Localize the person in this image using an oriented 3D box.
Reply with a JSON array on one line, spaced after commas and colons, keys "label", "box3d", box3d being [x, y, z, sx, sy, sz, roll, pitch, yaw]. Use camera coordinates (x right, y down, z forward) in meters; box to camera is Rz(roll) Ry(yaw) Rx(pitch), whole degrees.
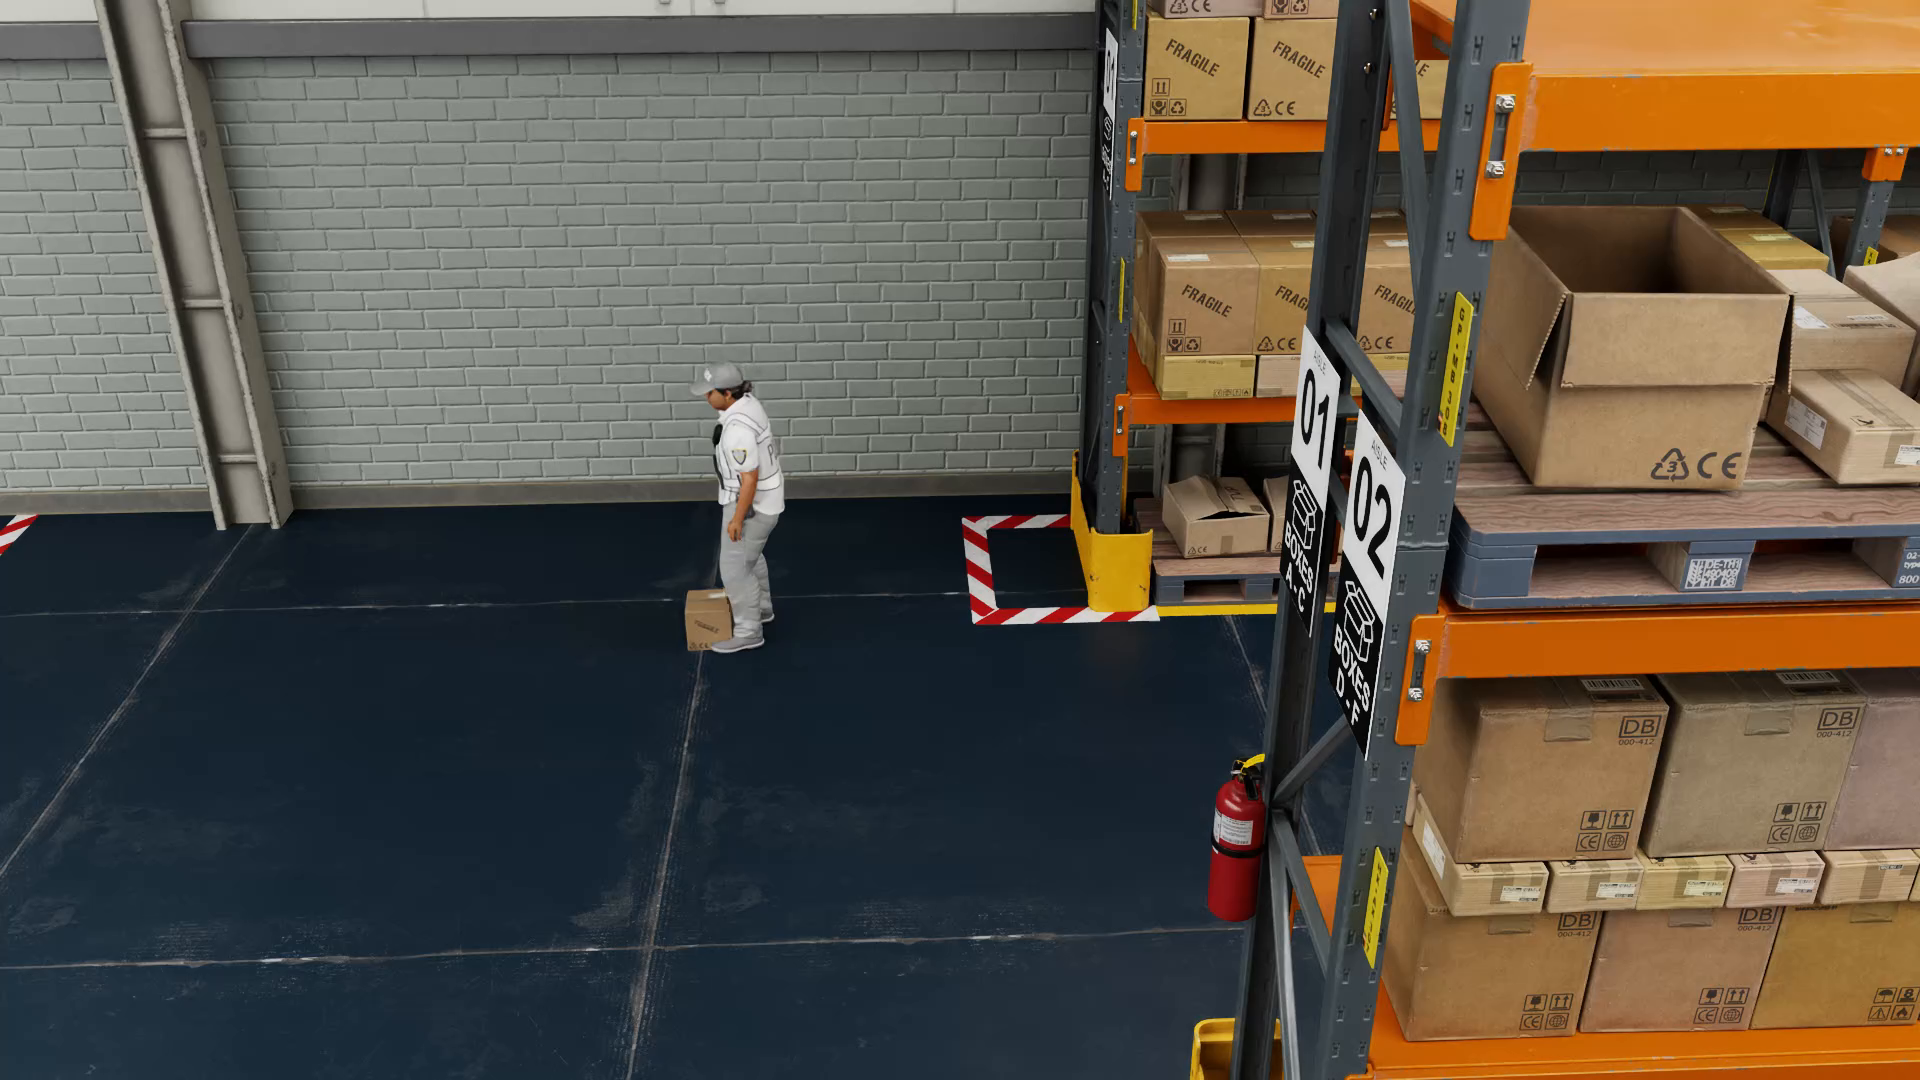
[{"label": "person", "box3d": [-1.178, -0.197, 8.987, 0.461, 1.666, 0.538, -2, 28, -4]}]
